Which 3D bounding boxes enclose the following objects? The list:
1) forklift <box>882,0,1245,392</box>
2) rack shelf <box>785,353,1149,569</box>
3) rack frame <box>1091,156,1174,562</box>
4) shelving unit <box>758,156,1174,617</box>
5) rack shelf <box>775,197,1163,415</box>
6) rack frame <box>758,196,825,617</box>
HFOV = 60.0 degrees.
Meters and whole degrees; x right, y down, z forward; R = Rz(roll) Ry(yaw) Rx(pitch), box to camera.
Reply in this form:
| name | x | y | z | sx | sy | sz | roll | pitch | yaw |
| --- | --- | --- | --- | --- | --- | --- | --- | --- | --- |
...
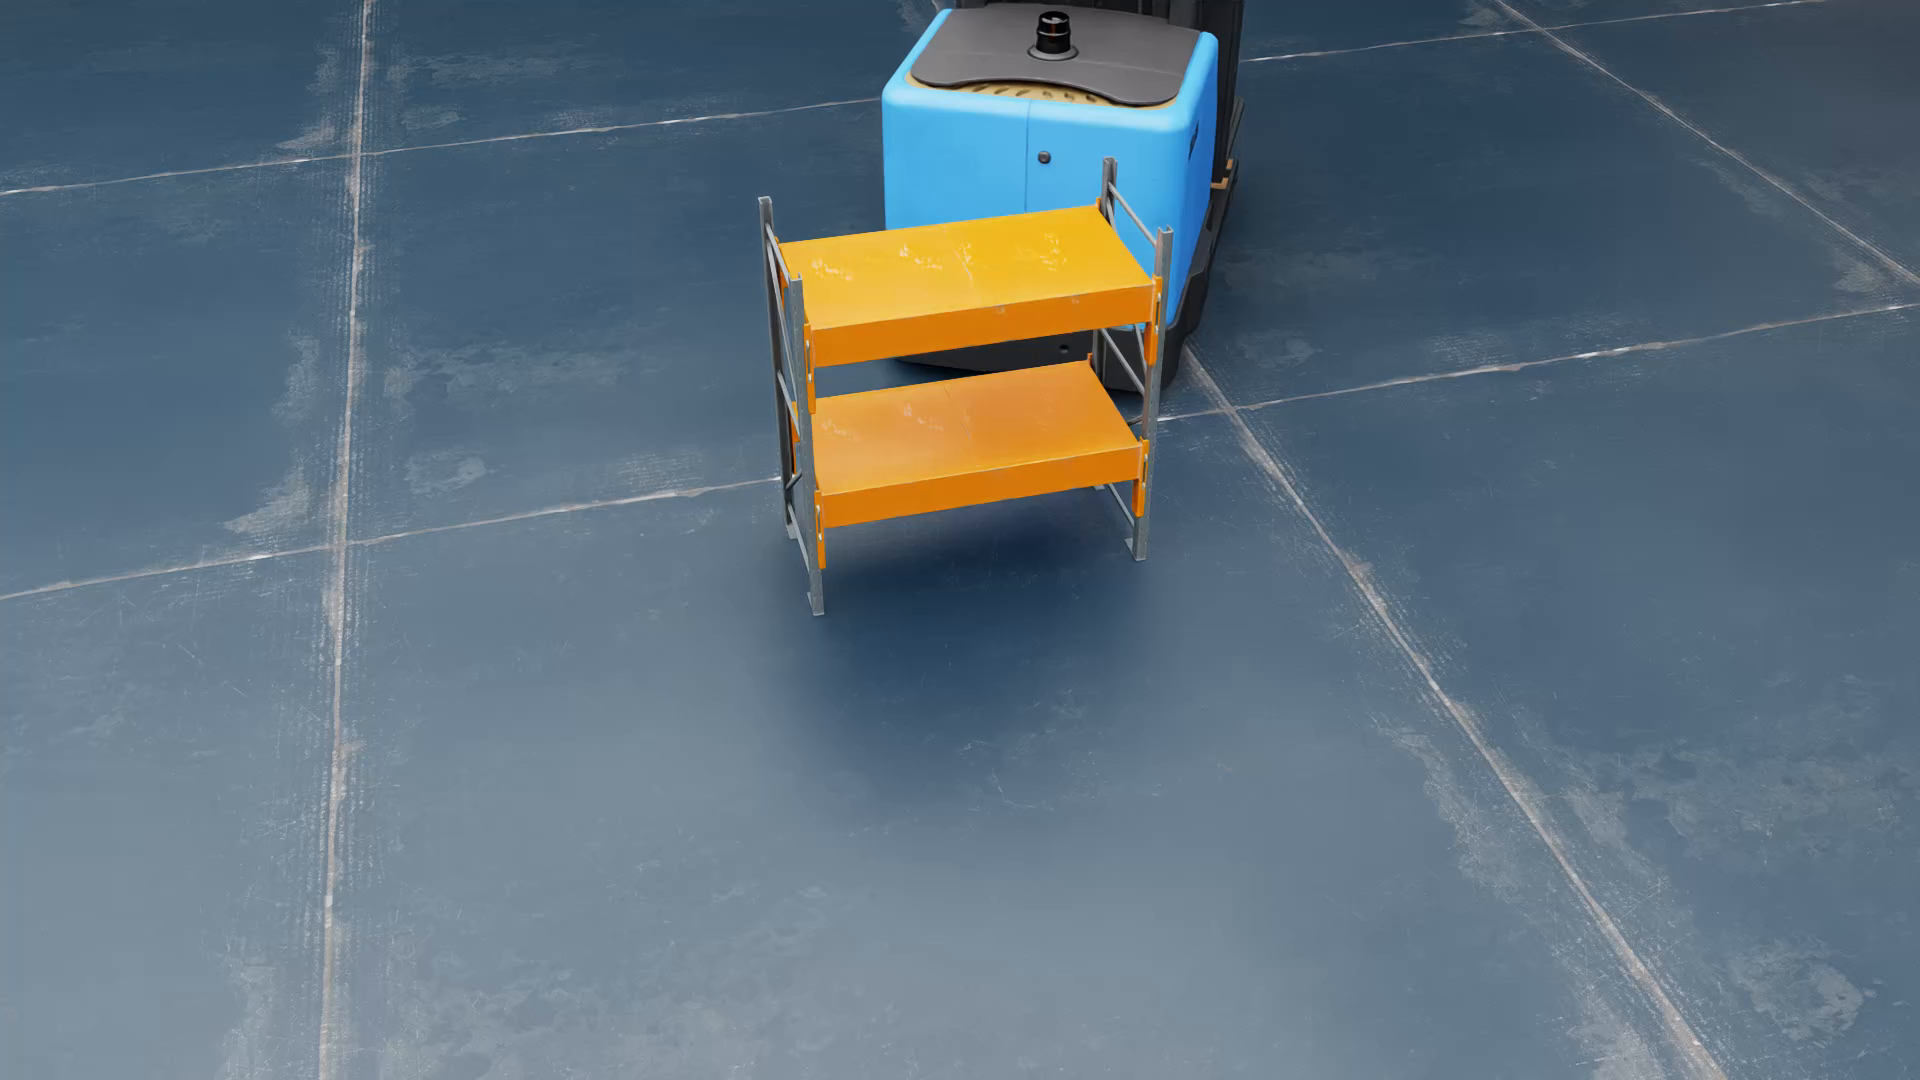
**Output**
| name | x | y | z | sx | sy | sz | roll | pitch | yaw |
| --- | --- | --- | --- | --- | --- | --- | --- | --- | --- |
| forklift | 0.582 | -2.577 | 6.206 | 1.130 | 2.935 | 3.031 | 9 | 38 | 11 |
| rack shelf | 0.007 | -0.254 | 5.058 | 1.000 | 0.278 | 0.538 | -9 | 38 | -12 |
| rack frame | 0.497 | -0.528 | 5.015 | 0.032 | 1.125 | 0.500 | -9 | 38 | -12 |
| shelving unit | 0.007 | -0.448 | 4.910 | 1.048 | 1.125 | 0.538 | -9 | 38 | -12 |
| rack shelf | 0.007 | -0.680 | 4.732 | 1.000 | 0.278 | 0.538 | -9 | 38 | -12 |
| rack frame | -0.484 | -0.367 | 4.804 | 0.032 | 1.125 | 0.500 | -9 | 38 | -12 |
